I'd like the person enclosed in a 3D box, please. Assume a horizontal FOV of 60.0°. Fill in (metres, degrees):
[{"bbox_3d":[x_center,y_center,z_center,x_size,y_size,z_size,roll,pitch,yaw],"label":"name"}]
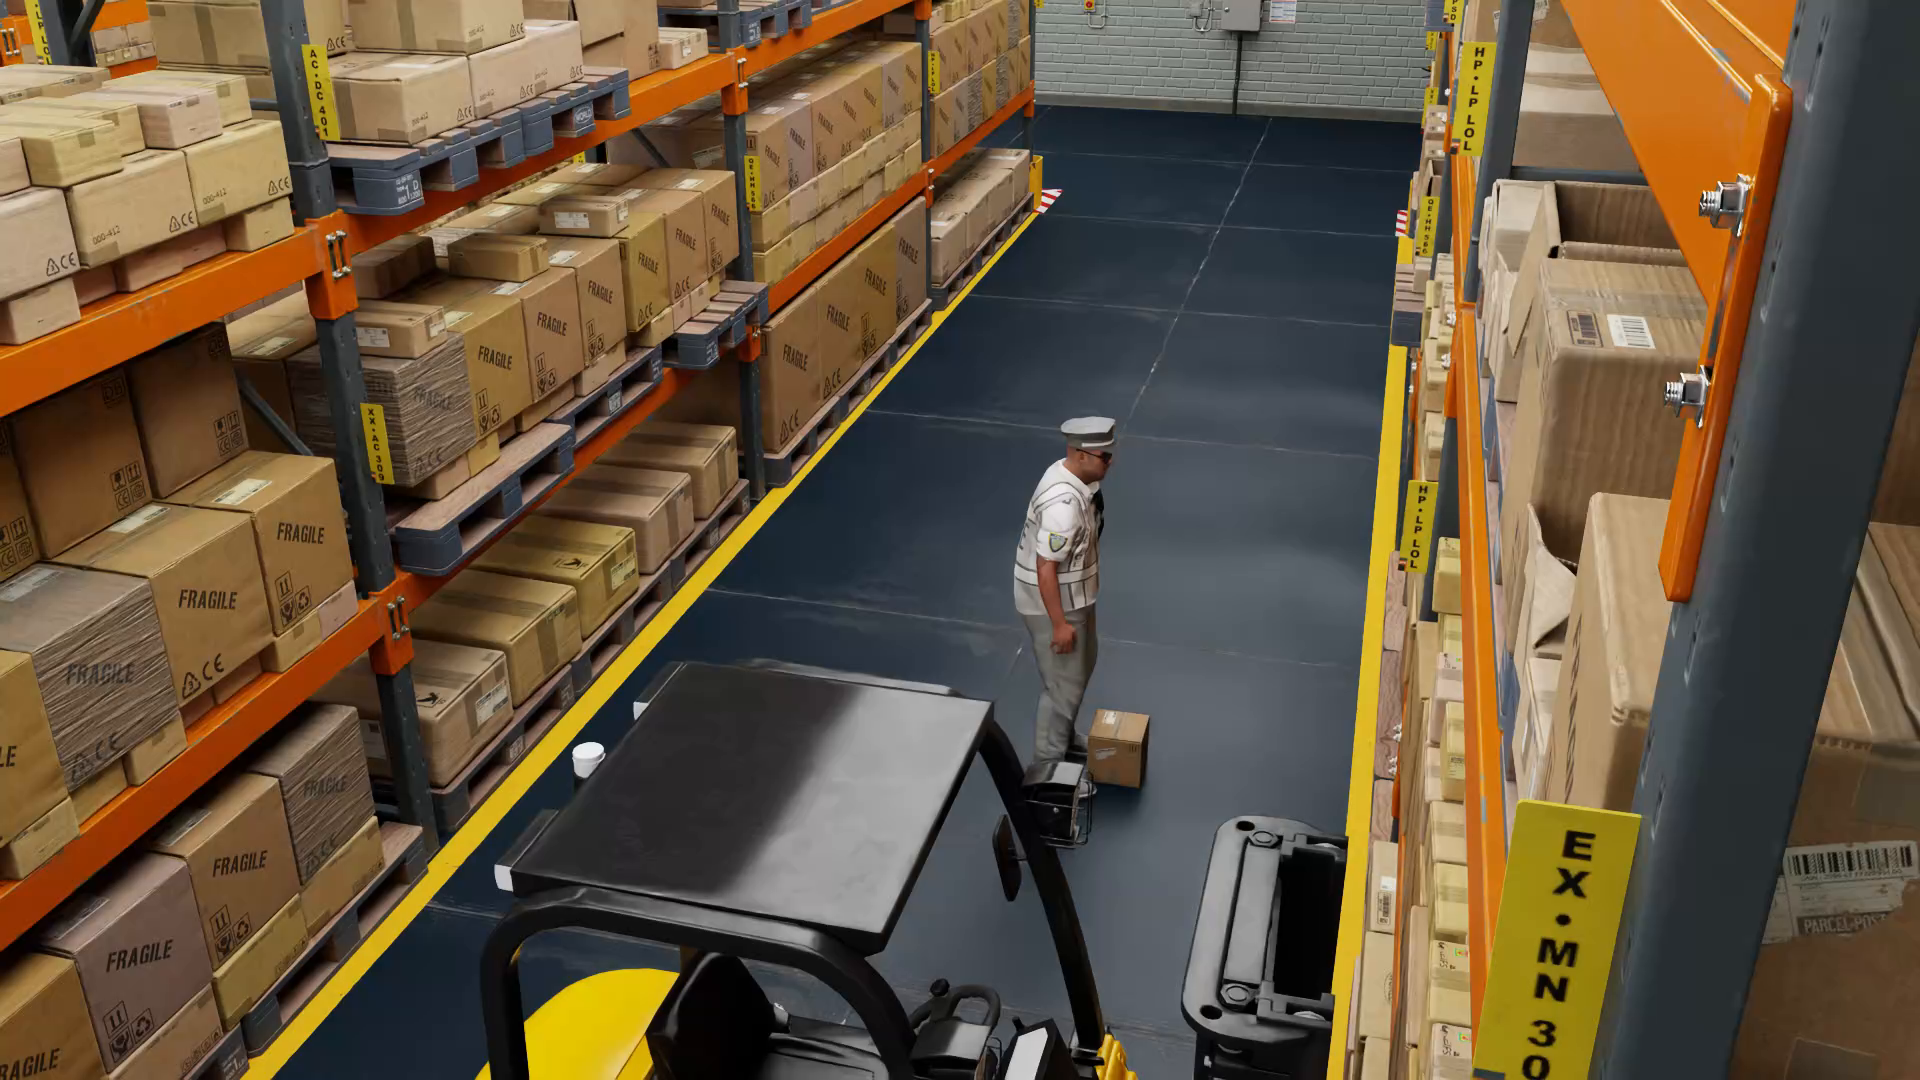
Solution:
[{"bbox_3d":[0.468,0.272,7.522,0.434,1.747,0.584,6,26,12],"label":"person"}]
